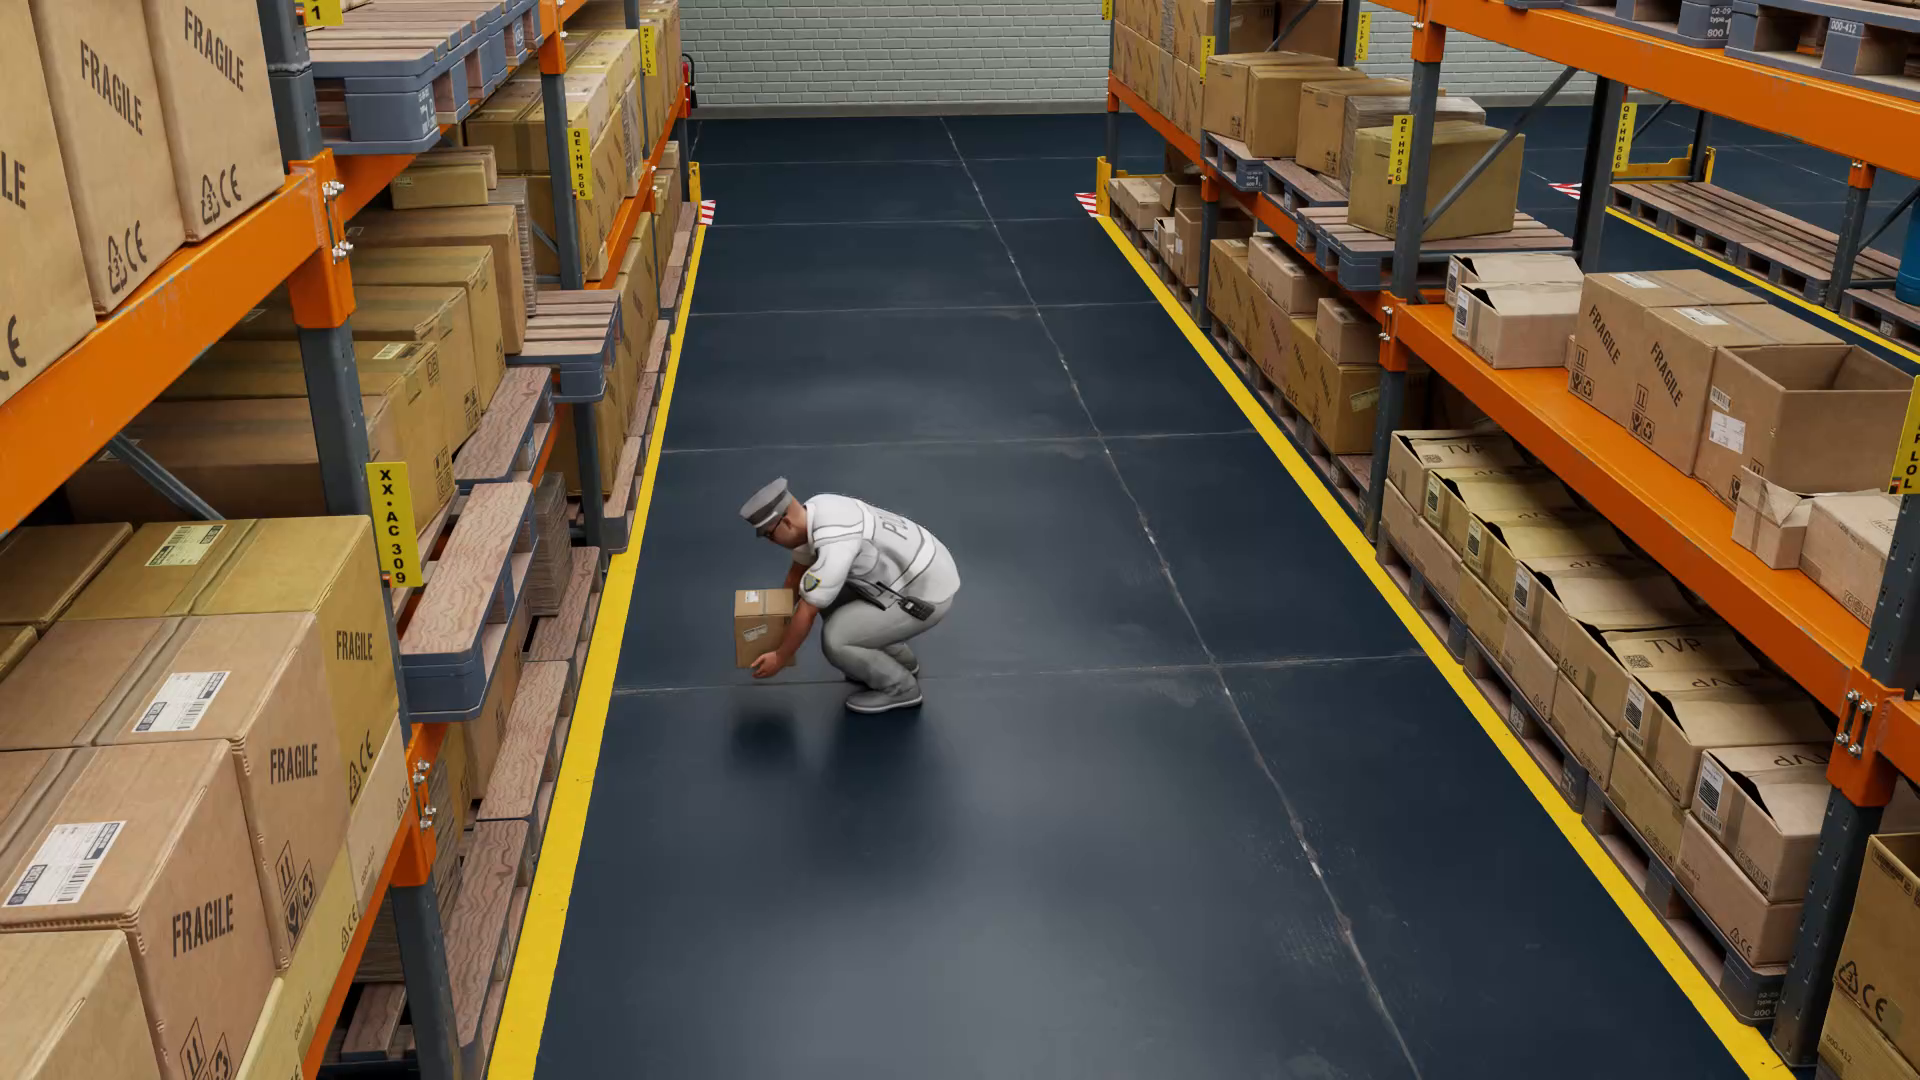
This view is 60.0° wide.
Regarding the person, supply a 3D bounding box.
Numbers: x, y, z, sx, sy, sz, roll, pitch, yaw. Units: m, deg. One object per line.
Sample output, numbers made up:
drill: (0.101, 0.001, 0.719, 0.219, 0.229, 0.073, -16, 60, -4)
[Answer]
person: (-0.457, 0.208, 7.037, 0.914, 1.022, 0.565, -2, 24, -5)
